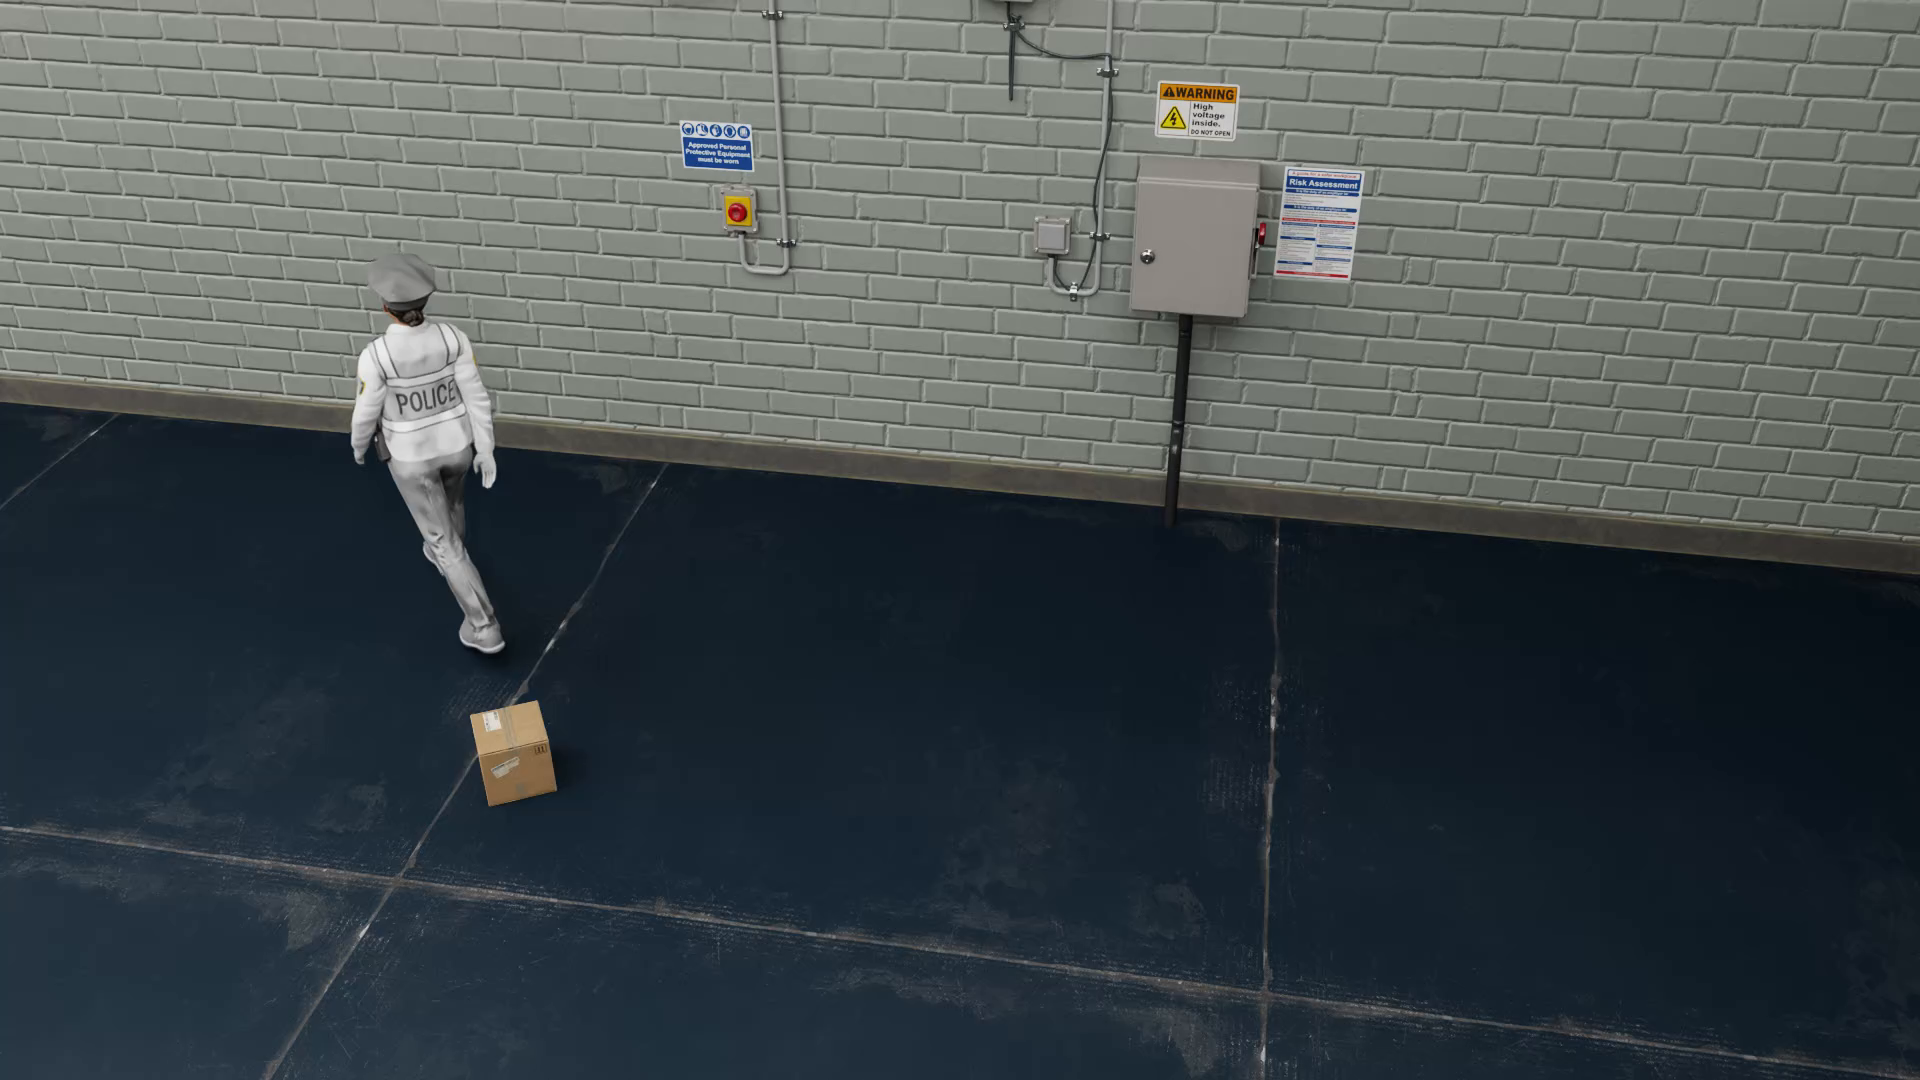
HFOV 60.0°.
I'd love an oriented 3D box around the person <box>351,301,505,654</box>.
[{"bbox_3d":[-2.187,-0.383,6.729,0.502,1.594,0.961,-25,40,-33],"label":"person"}]
